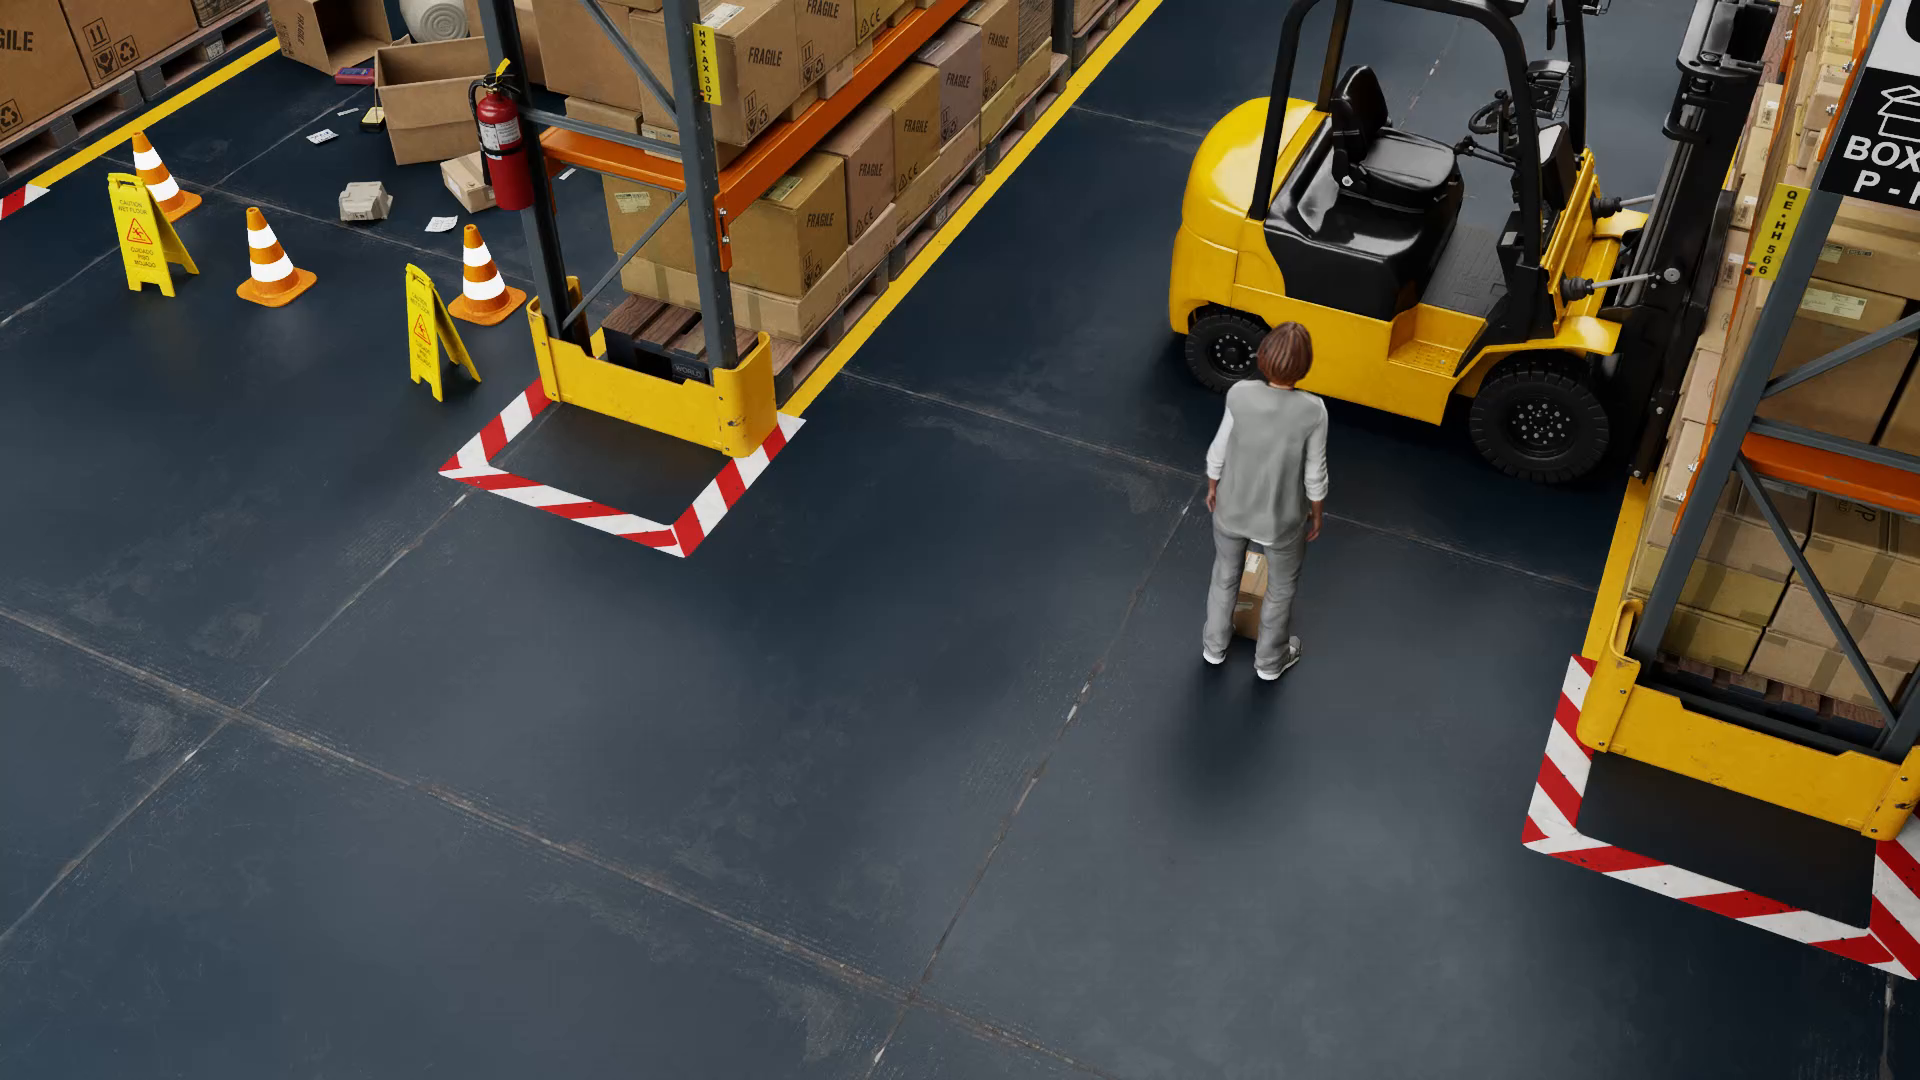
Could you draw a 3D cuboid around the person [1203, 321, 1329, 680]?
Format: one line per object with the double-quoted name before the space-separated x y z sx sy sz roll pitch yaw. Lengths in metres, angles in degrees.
"person" 1.145 -0.113 6.292 0.464 1.592 0.346 17 45 18
